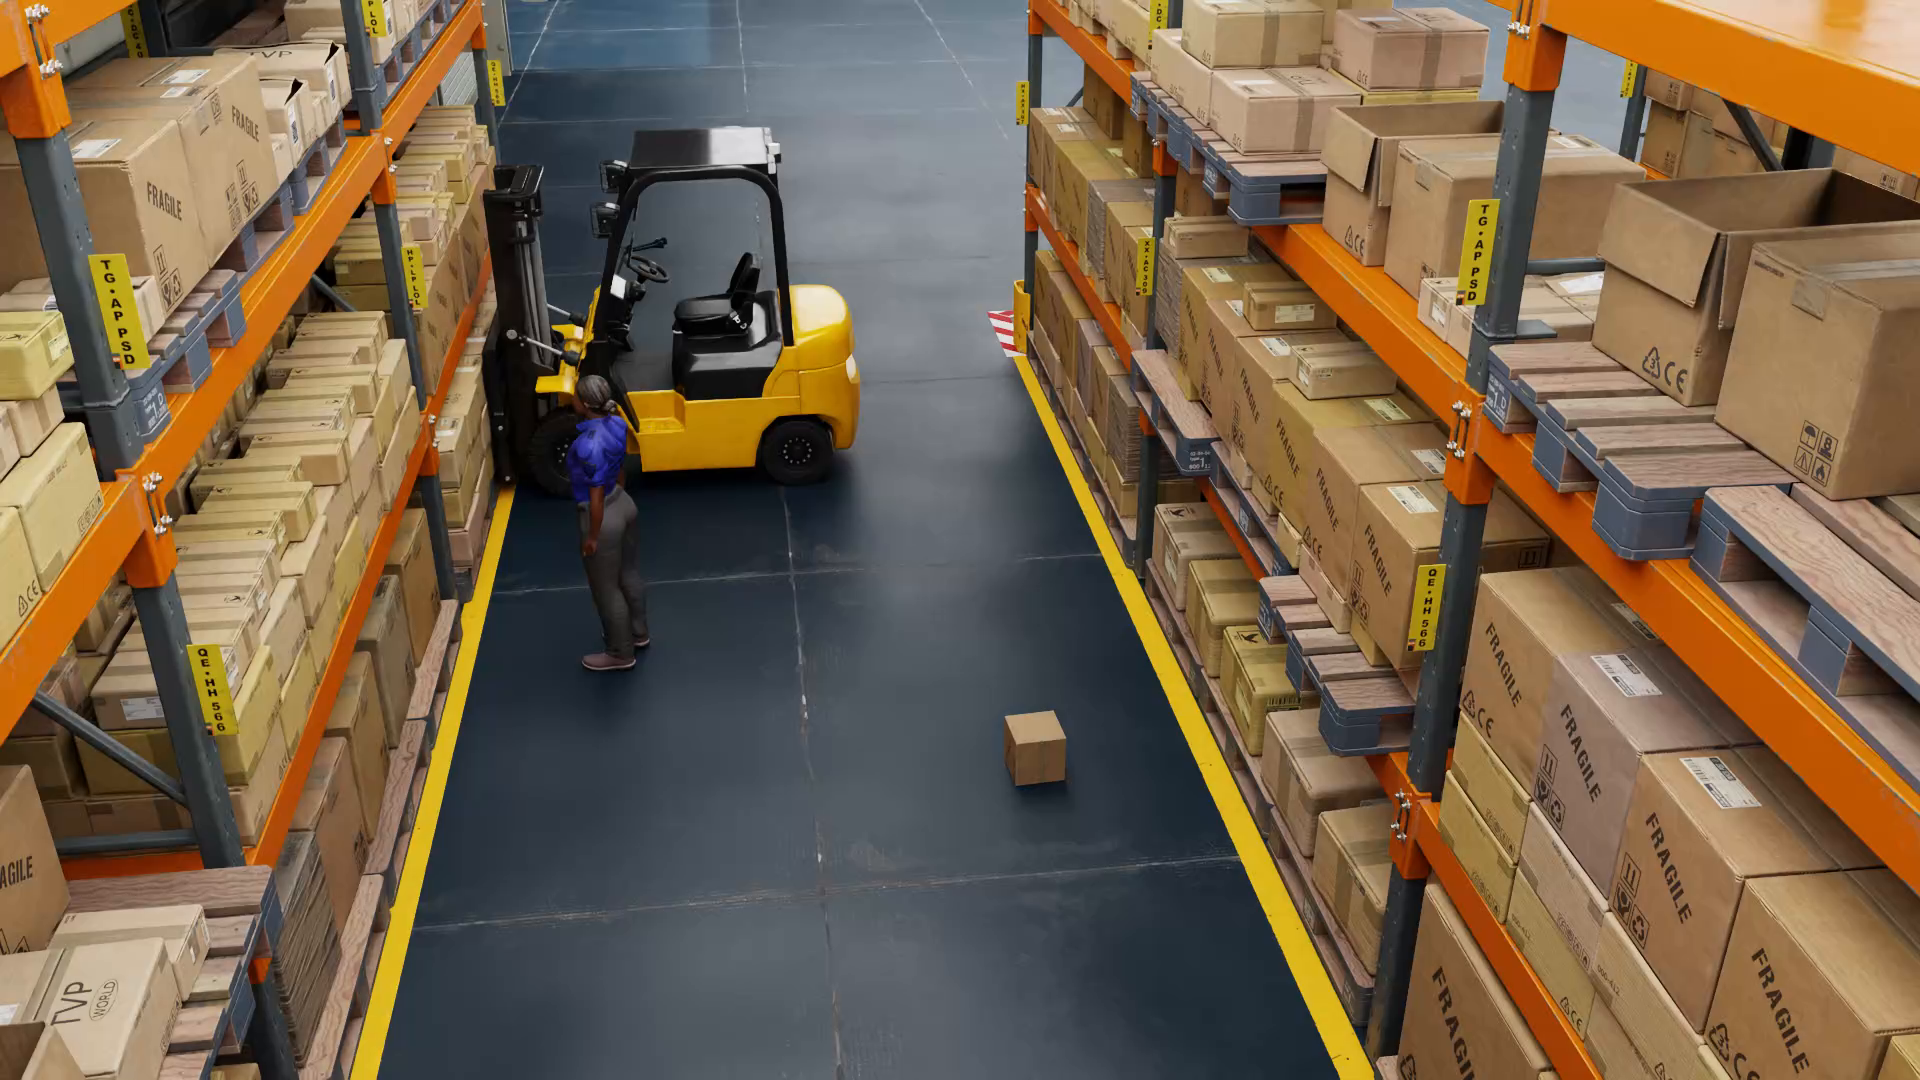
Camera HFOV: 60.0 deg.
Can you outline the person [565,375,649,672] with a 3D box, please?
[{"bbox_3d":[-1.889,-0.100,8.812,0.319,1.662,0.449,6,28,11],"label":"person"}]
